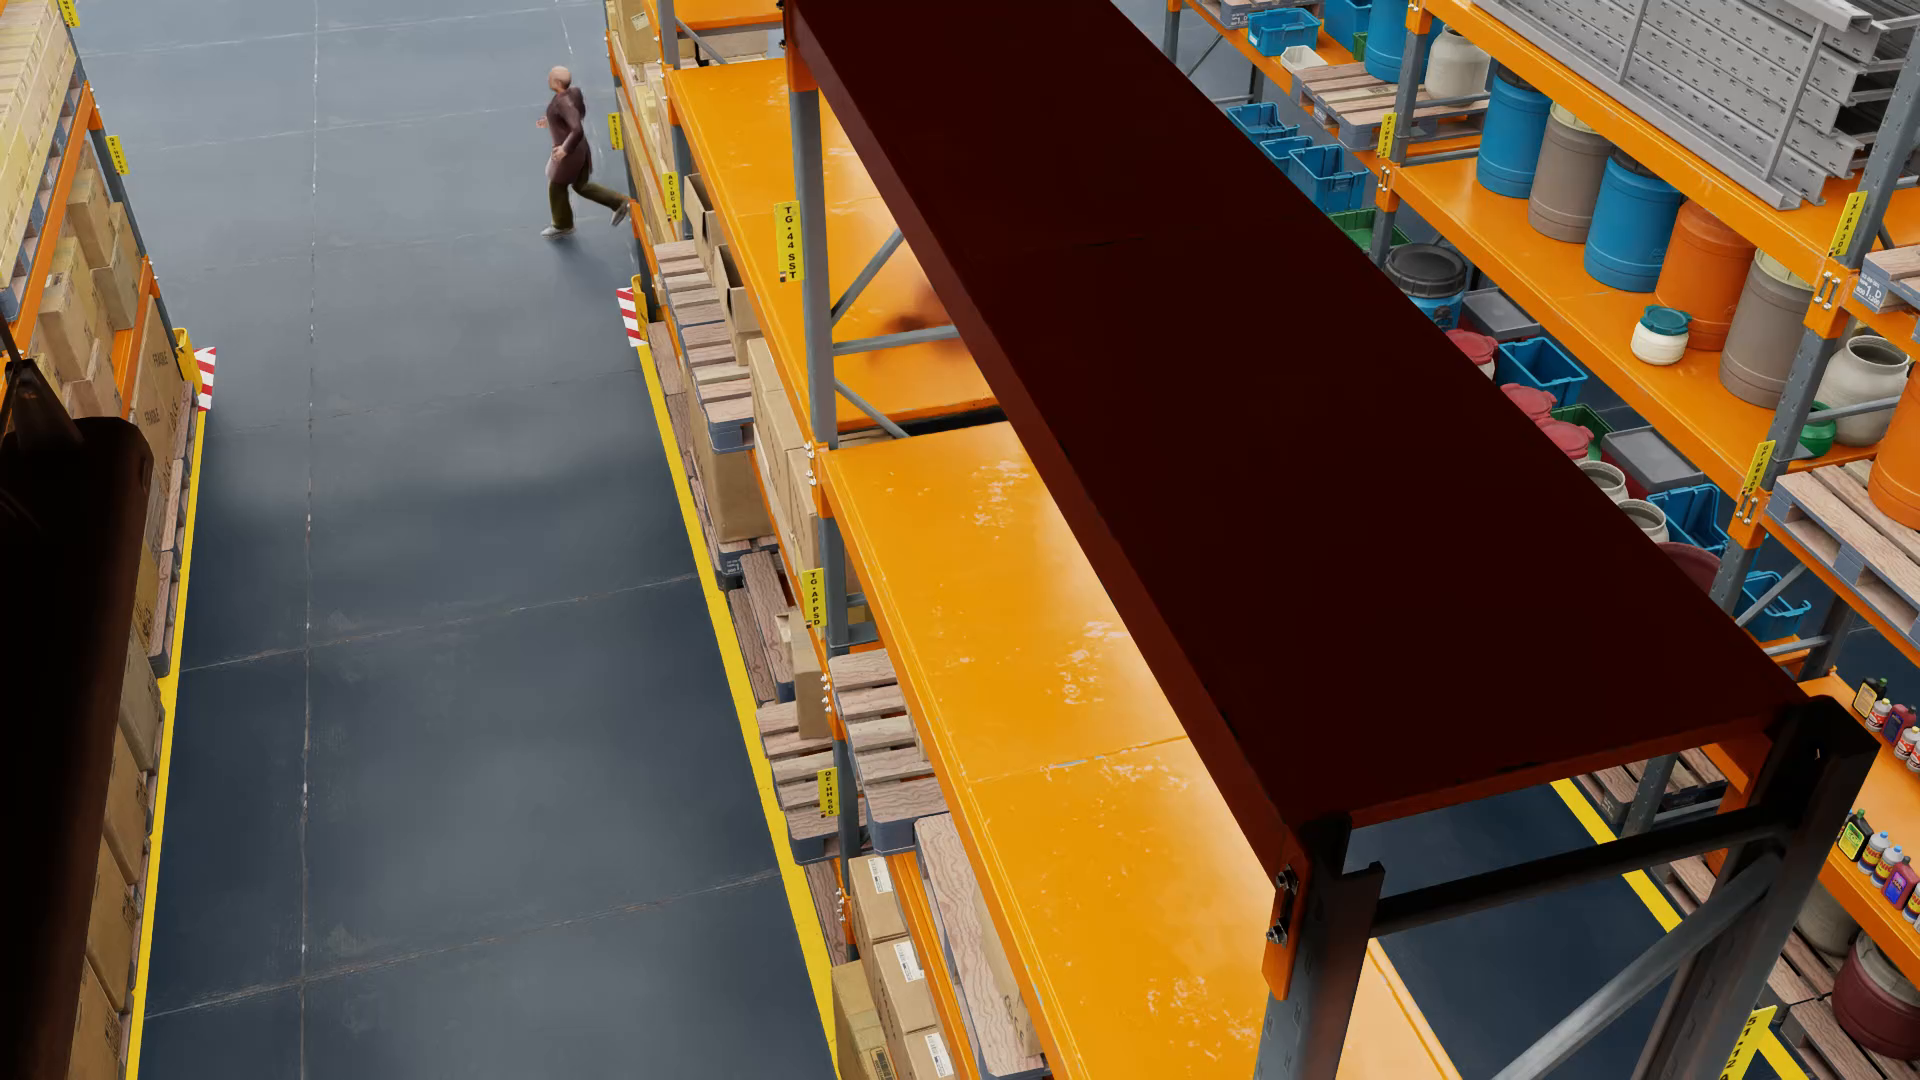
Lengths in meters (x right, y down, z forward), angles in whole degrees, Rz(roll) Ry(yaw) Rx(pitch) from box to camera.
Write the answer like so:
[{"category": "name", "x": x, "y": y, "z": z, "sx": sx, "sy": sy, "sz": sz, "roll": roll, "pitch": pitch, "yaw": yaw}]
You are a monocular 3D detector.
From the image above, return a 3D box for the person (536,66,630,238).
[{"category": "person", "x": -3.721, "y": -3.726, "z": 16.127, "sx": 0.987, "sy": 1.792, "sz": 0.714, "roll": 5, "pitch": 39, "yaw": 6}]
